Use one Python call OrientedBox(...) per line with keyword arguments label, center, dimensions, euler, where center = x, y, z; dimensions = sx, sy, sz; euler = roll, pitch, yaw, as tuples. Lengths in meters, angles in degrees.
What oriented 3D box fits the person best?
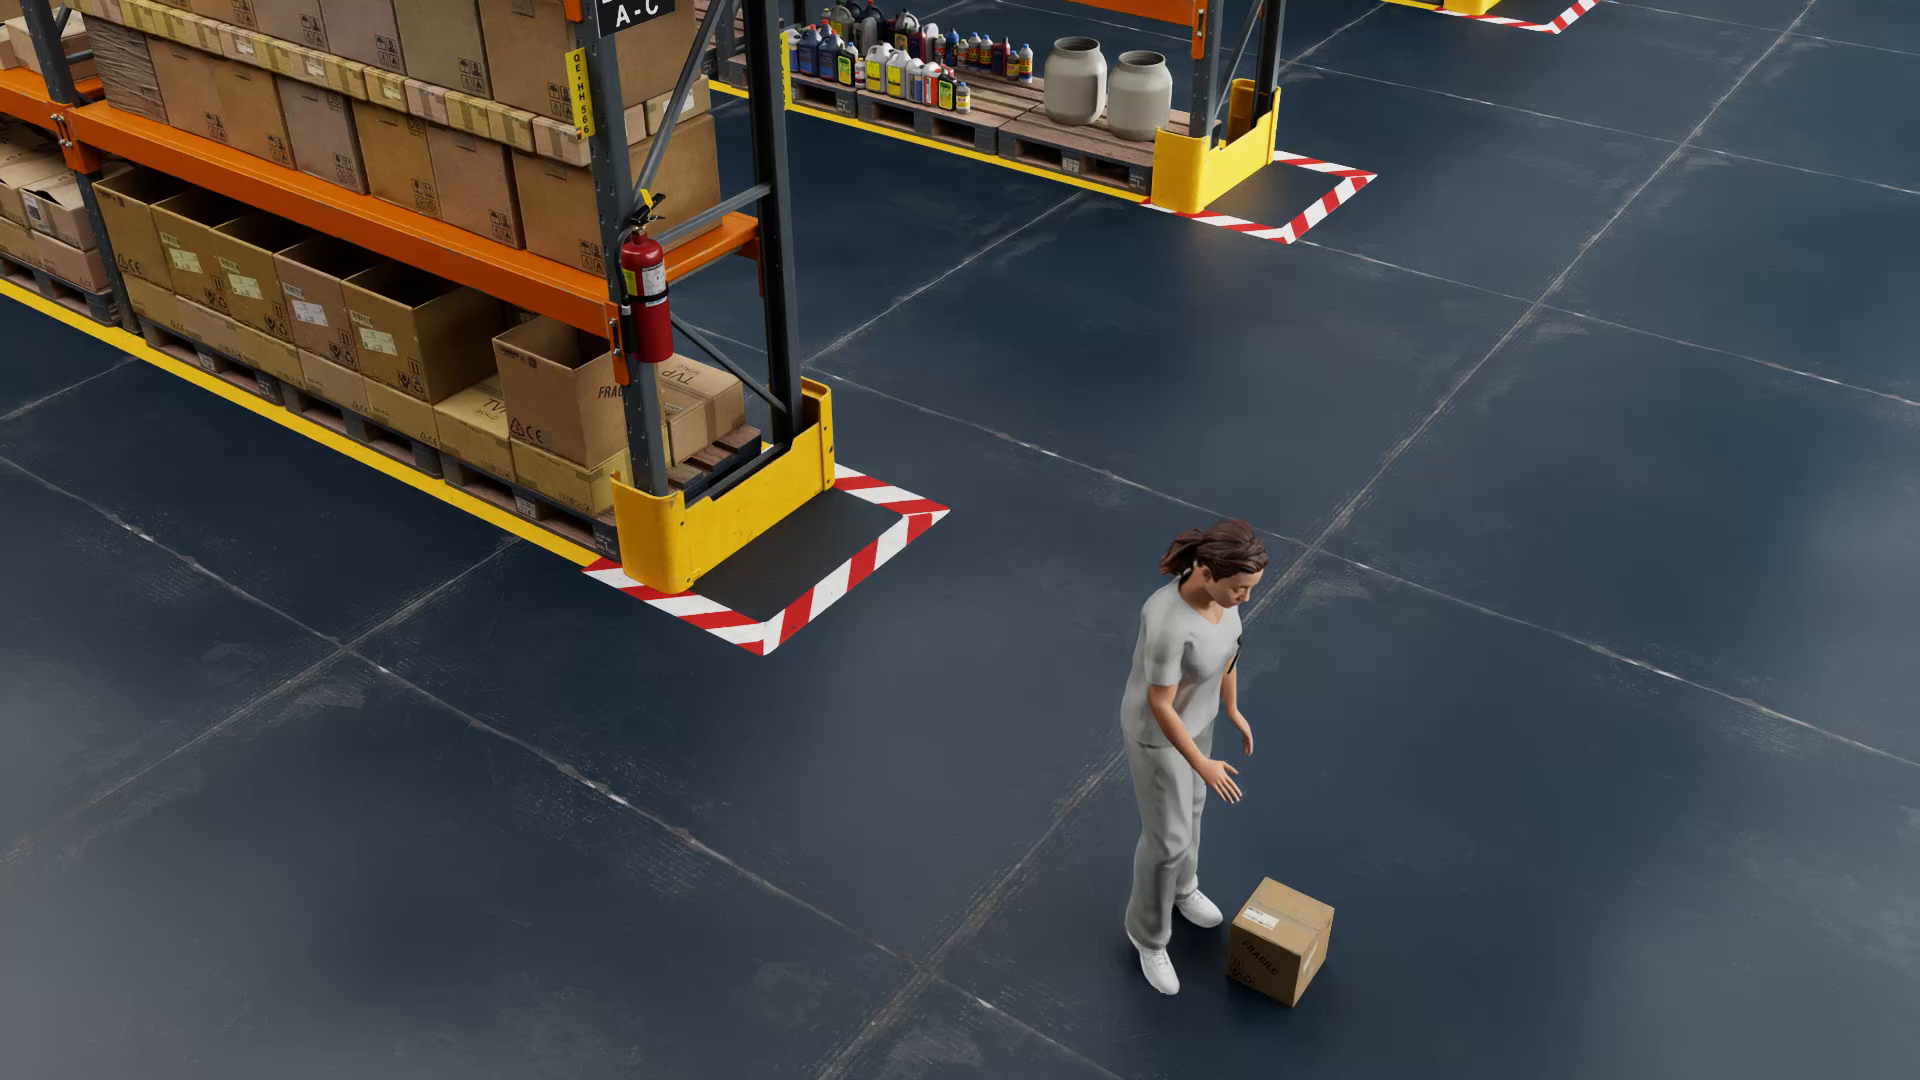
OrientedBox(label="person", center=(0.729, 0.648, 5.215), dimensions=(0.496, 1.694, 0.503), euler=(26, 42, 32))
